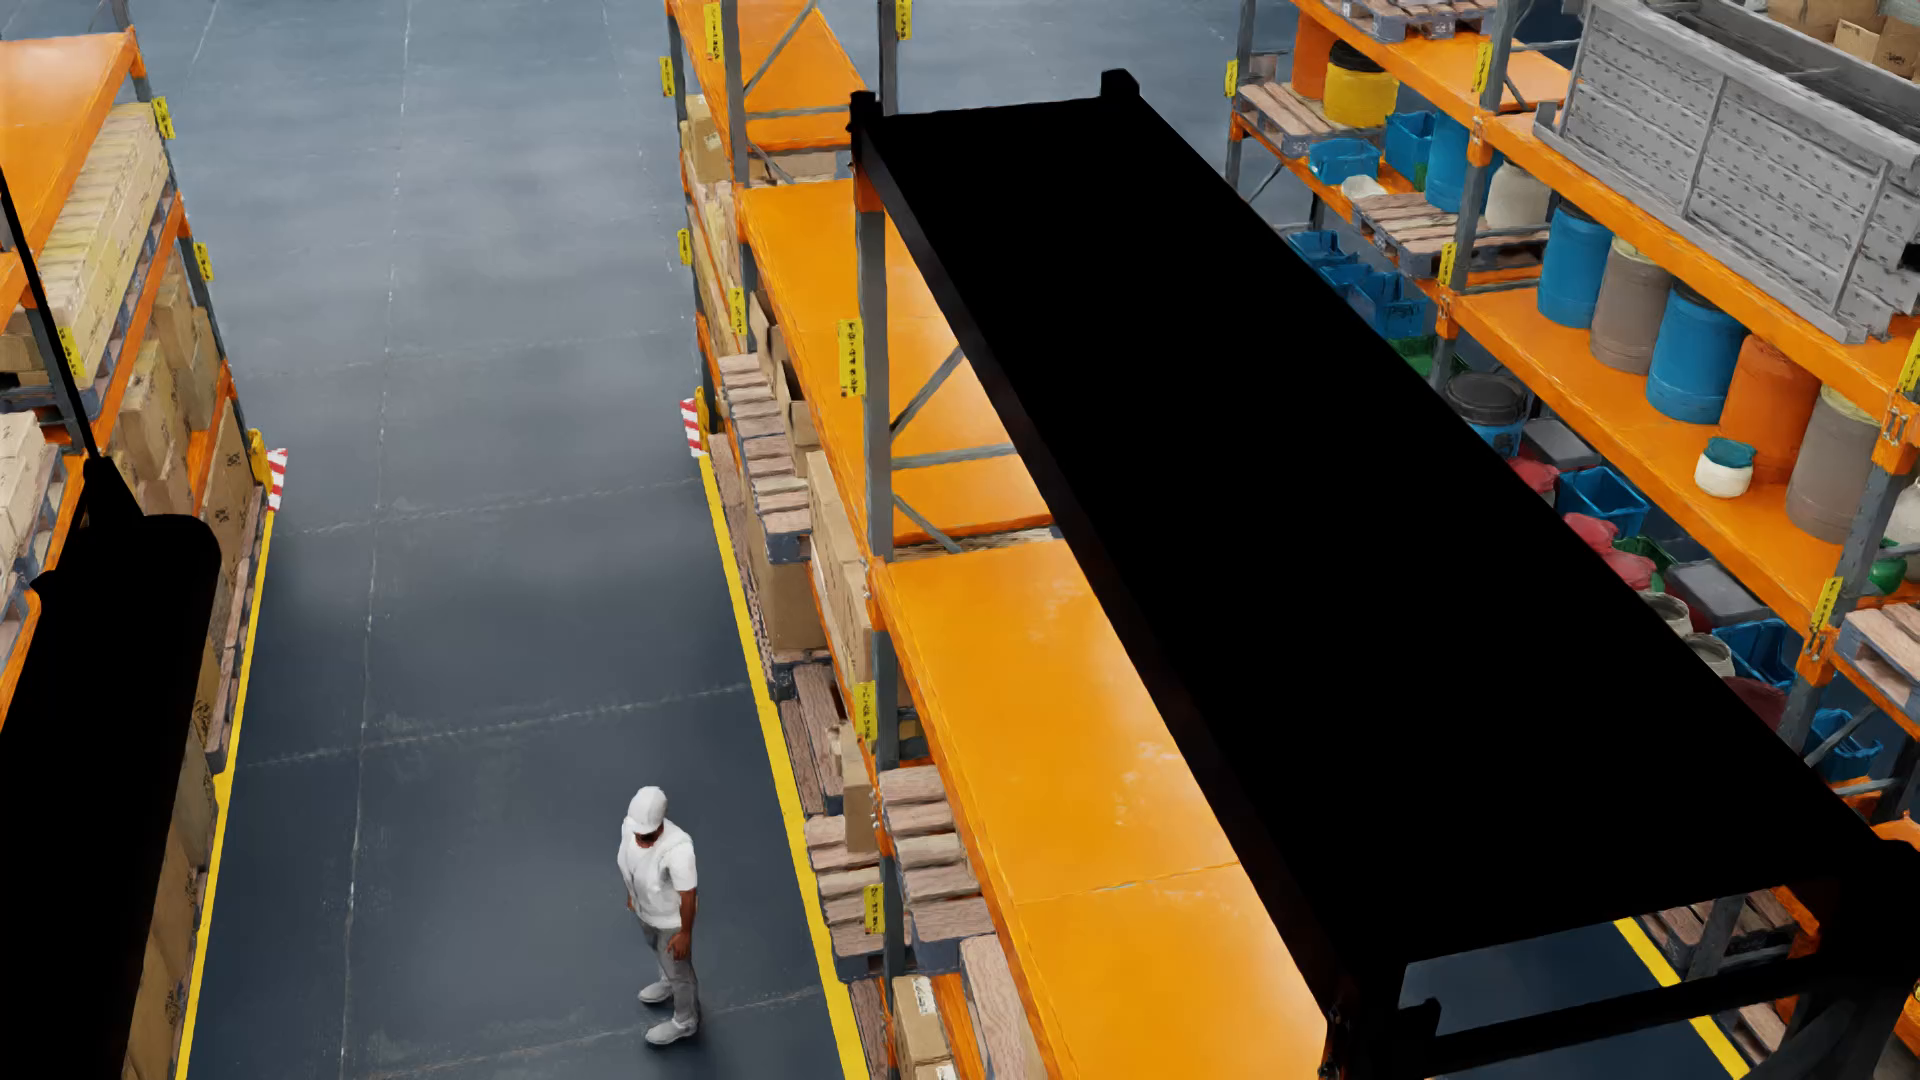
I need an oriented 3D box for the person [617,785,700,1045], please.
[{"bbox_3d":[-1.727,2.107,9.431,0.456,1.762,0.628,-28,43,-34],"label":"person"}]
